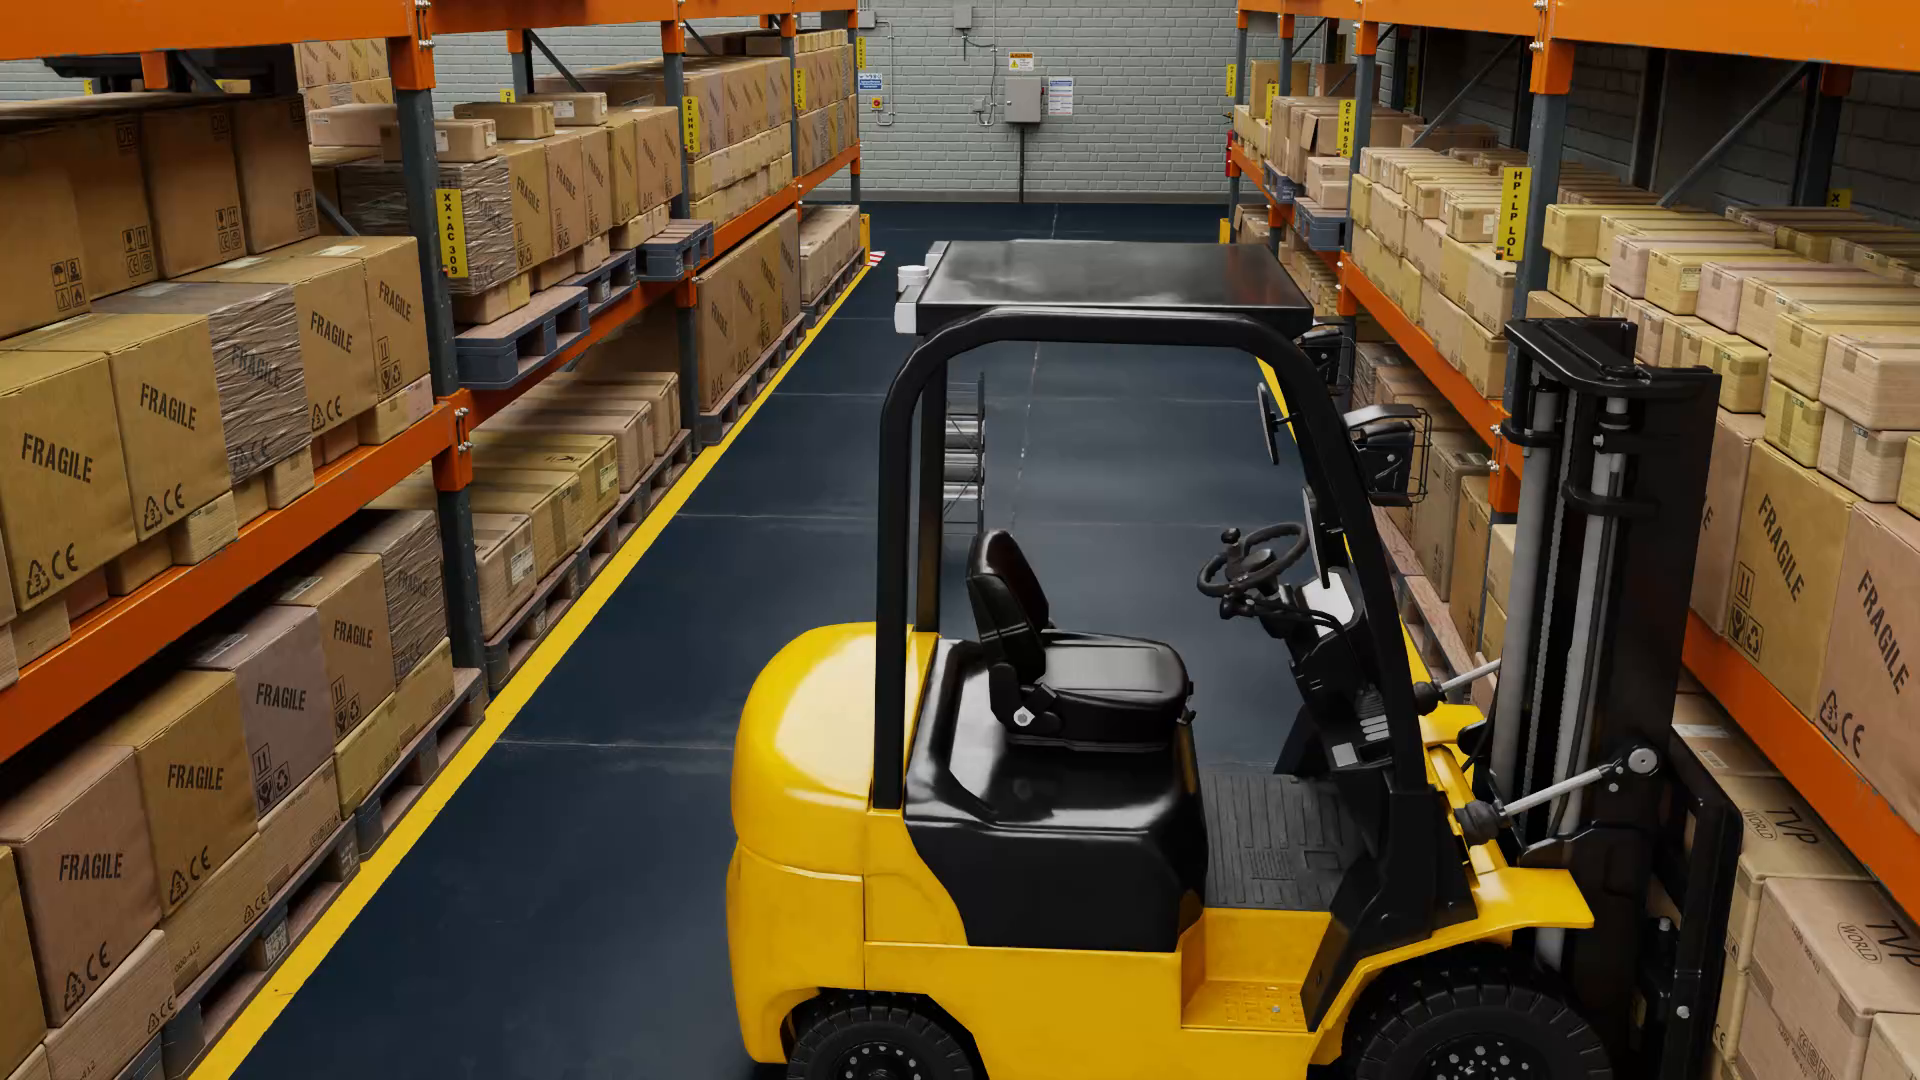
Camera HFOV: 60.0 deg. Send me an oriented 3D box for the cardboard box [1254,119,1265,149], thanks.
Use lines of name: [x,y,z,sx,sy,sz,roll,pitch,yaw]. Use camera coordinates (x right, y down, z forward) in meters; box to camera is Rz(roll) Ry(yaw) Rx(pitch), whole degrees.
cardboard box: [2.945,-3.662,15.046,0.500,0.250,0.500,1,18,4]

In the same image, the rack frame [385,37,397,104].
rack frame: [-6.527,-4.549,17.989,1.000,3.000,0.127,1,18,4]

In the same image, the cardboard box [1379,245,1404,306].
cardboard box: [2.449,-1.356,8.485,0.500,0.250,0.500,1,18,2]

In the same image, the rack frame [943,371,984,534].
rack frame: [0.008,-0.462,8.887,0.240,0.900,0.006,1,18,4]

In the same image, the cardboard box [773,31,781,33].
cardboard box: [-1.932,-4.871,16.163,0.380,0.149,0.250,1,18,4]

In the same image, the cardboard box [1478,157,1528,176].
cardboard box: [2.987,-1.963,8.895,0.380,0.149,0.250,1,18,4]

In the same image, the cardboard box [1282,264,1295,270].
cardboard box: [2.823,-1.985,13.502,0.500,0.500,0.500,2,18,6]

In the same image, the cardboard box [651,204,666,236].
cardboard box: [-1.865,-1.794,9.311,0.380,0.149,0.250,1,18,3]

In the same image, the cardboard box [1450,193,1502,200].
cardboard box: [2.350,-1.420,7.238,0.380,0.149,0.250,1,18,3]

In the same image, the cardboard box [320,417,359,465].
cardboard box: [-2.269,-0.360,5.608,0.380,0.149,0.250,1,18,4]

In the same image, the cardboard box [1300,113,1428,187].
cardboard box: [2.728,-2.636,11.309,0.797,0.503,0.637,1,18,3]

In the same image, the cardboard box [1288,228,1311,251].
cardboard box: [2.820,-2.392,13.227,0.380,0.149,0.250,0,18,1]

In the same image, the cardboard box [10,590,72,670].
cardboard box: [-2.346,0.199,3.900,0.380,0.149,0.250,2,18,5]

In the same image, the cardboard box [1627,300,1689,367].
cardboard box: [2.103,-0.578,4.667,0.380,0.149,0.250,1,18,3]

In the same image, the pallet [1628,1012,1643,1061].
pallet: [2.325,1.318,4.563,1.003,0.211,1.213,1,18,4]

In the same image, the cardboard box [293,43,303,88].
cardboard box: [-6.449,-4.423,15.359,0.500,0.500,0.500,2,18,5]

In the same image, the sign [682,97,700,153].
sign: [-1.614,-2.489,9.969,0.100,0.325,0.005,1,18,4]

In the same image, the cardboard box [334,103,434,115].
cardboard box: [-2.602,-1.888,7.514,0.380,0.149,0.250,1,18,2]

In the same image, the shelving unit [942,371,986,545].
shelving unit: [0.001,-0.430,8.791,0.258,0.900,0.210,1,18,4]

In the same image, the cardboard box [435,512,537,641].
cardboard box: [-2.408,0.143,7.215,0.950,0.372,0.625,2,18,5]

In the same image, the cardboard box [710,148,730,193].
cardboard box: [-1.835,-2.464,11.064,0.500,0.250,0.500,2,18,5]

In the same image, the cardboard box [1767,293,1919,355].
cardboard box: [2.141,-0.481,3.893,0.380,0.149,0.250,2,18,5]

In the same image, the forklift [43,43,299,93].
forklift: [-4.758,-2.006,10.338,1.130,2.935,3.031,2,18,6]

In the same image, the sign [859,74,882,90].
sign: [-1.245,-6.370,23.113,0.327,0.218,0.001,1,18,4]

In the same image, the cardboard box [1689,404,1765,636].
cardboard box: [2.103,-0.074,4.171,0.500,0.500,0.500,1,18,4]

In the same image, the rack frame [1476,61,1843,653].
rack frame: [2.509,-0.633,6.039,1.000,3.000,0.127,1,18,4]

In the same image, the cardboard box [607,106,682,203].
cardboard box: [-1.911,-2.226,9.588,0.500,0.500,0.500,1,18,2]

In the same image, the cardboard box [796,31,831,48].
cardboard box: [-1.445,-4.788,15.908,0.380,0.149,0.250,2,18,5]

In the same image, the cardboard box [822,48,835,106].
cardboard box: [-1.464,-4.365,15.661,0.500,0.500,0.500,1,18,4]

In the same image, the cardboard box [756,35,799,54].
cardboard box: [-1.585,-4.231,14.210,0.380,0.149,0.250,2,18,5]

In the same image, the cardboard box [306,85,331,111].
cardboard box: [-6.417,-4.121,16.043,0.500,0.500,0.500,2,18,7]

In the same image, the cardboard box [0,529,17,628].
cardboard box: [-2.385,0.008,3.442,0.500,0.500,0.500,2,18,6]

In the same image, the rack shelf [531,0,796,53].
rack shelf: [-2.013,-3.690,11.706,1.077,0.370,4.000,1,18,4]

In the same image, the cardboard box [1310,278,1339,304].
cardboard box: [2.701,-1.766,11.794,0.380,0.149,0.250,0,18,1]

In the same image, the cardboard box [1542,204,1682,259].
cardboard box: [2.190,-1.038,5.594,0.380,0.149,0.250,2,18,5]

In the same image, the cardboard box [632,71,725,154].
cardboard box: [-1.851,-2.810,10.915,0.500,0.500,0.500,1,18,4]

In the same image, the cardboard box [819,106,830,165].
cardboard box: [-1.492,-3.726,15.315,0.500,0.500,0.500,1,18,4]

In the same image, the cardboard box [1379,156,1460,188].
cardboard box: [2.468,-1.976,8.933,0.380,0.149,0.250,2,18,5]

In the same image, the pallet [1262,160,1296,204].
pallet: [2.916,-2.781,12.902,1.003,0.211,1.213,1,18,4]

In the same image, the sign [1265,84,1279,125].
sign: [2.540,-3.539,13.517,0.100,0.325,0.005,1,18,4]

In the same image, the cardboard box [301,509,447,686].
cardboard box: [-2.217,0.197,6.041,0.500,0.500,0.500,1,18,3]

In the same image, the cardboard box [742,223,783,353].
cardboard box: [-1.891,-1.943,12.772,0.875,0.875,0.875,2,18,6]

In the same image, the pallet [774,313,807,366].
pallet: [-1.849,-1.661,13.654,1.003,0.211,1.213,1,18,4]

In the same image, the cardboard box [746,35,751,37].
cardboard box: [-2.010,-4.318,14.476,0.380,0.149,0.250,1,18,4]

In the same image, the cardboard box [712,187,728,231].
cardboard box: [-1.851,-2.220,11.123,0.500,0.250,0.500,1,18,2]

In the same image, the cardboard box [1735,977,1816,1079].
cardboard box: [1.992,1.165,3.490,0.500,0.250,0.500,1,18,3]

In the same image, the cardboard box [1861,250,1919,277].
cardboard box: [2.728,-0.706,4.580,0.380,0.149,0.250,1,18,3]

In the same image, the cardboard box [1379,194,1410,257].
cardboard box: [2.427,-1.592,8.403,0.500,0.250,0.500,1,18,3]

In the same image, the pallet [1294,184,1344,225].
pallet: [2.930,-2.389,11.704,1.003,0.211,1.213,1,18,4]

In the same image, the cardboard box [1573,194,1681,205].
cardboard box: [2.879,-1.410,7.206,0.380,0.149,0.250,1,18,4]

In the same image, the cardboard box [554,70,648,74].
cardboard box: [-2.351,-2.834,10.988,0.500,0.500,0.500,2,18,5]

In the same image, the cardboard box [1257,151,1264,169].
cardboard box: [2.881,-3.427,14.967,0.380,0.149,0.250,1,18,3]

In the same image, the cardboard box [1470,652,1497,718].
cardboard box: [2.144,0.616,5.966,0.500,0.250,0.500,1,18,4]

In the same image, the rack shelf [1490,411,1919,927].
rack shelf: [2.365,0.330,4.255,1.077,0.370,4.000,1,18,4]

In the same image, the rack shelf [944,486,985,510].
rack shelf: [0.001,-0.227,8.857,0.258,0.077,0.200,1,18,4]

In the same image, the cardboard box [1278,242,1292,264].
cardboard box: [2.791,-2.333,13.523,0.380,0.149,0.250,2,18,7]

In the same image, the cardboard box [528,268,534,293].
cardboard box: [-2.117,-1.155,7.360,0.380,0.149,0.250,2,18,7]
